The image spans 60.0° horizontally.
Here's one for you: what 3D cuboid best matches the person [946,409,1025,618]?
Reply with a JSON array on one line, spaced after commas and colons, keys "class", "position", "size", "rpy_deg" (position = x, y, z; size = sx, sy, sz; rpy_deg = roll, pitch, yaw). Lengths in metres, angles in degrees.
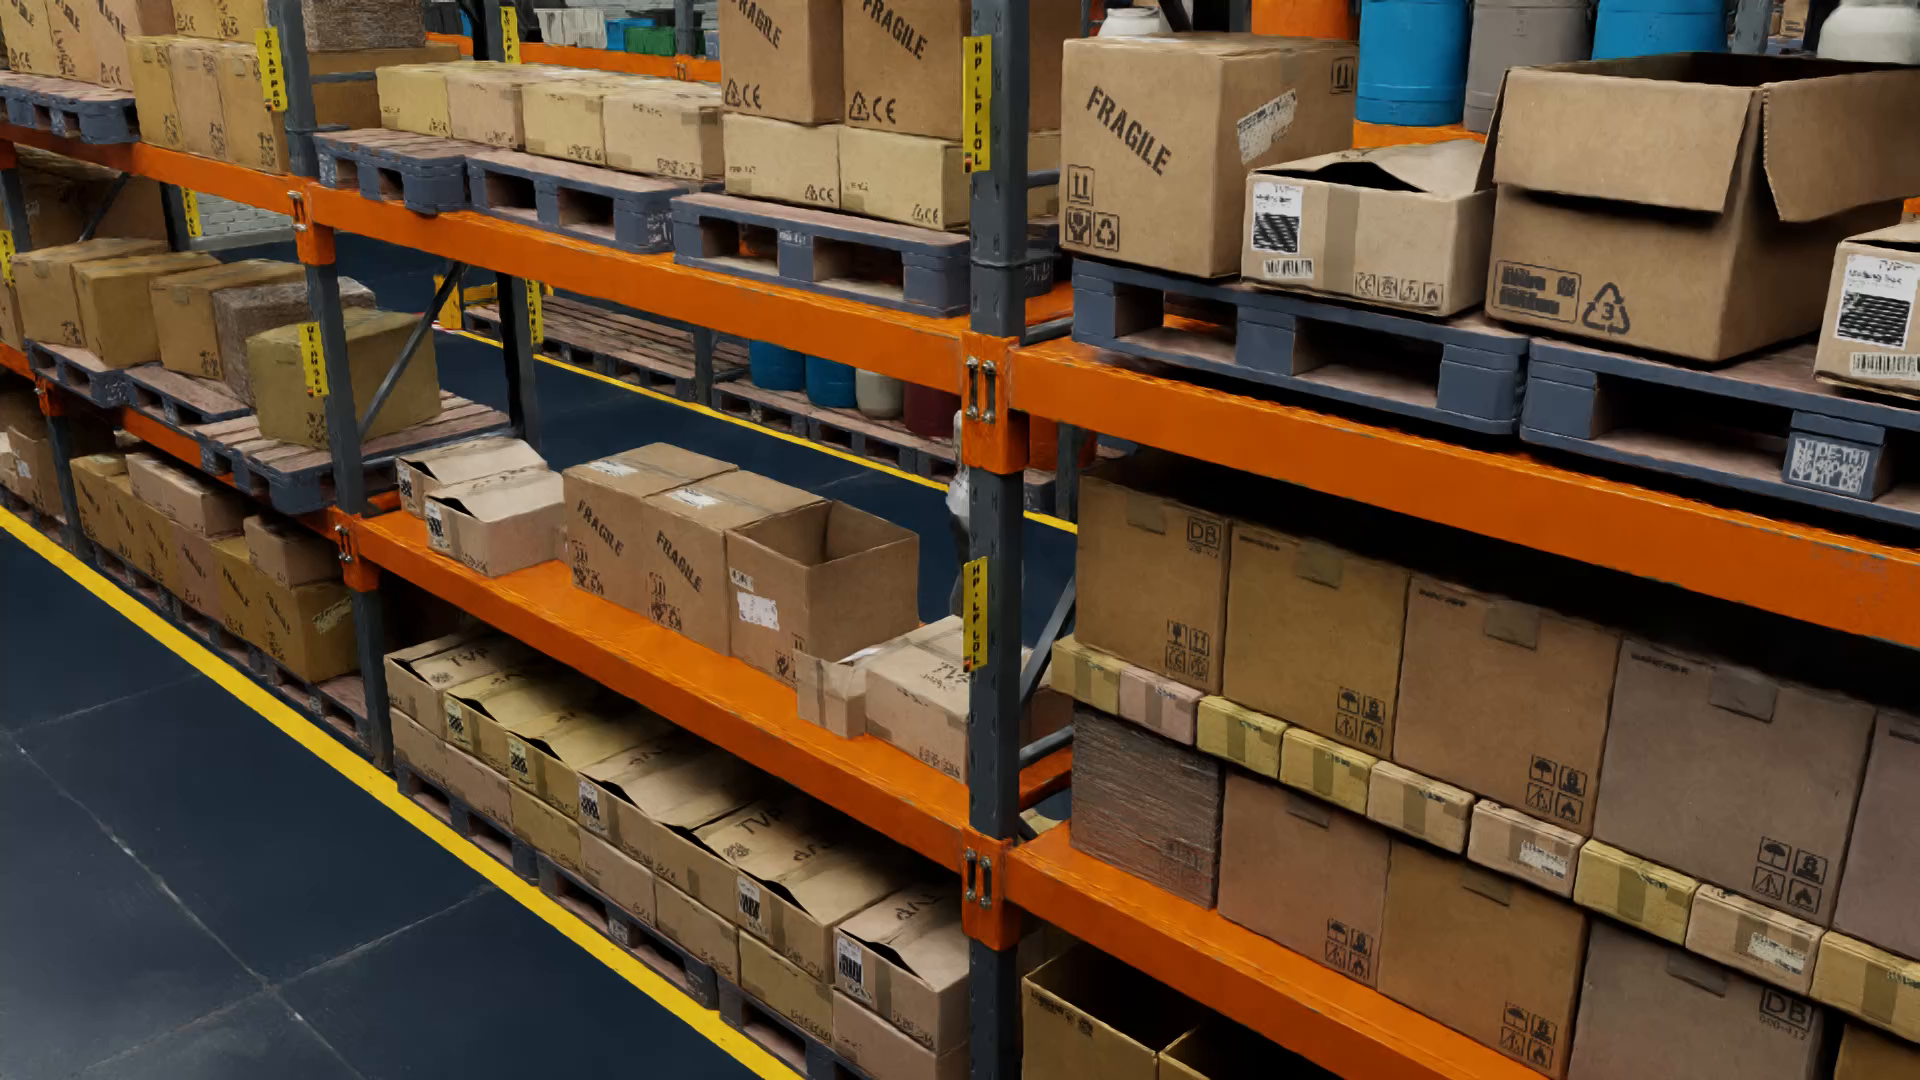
[{"class": "person", "position": [0.107, -0.100, 8.798], "size": [0.470, 1.656, 0.666], "rpy_deg": [-6, 21, -15]}]
